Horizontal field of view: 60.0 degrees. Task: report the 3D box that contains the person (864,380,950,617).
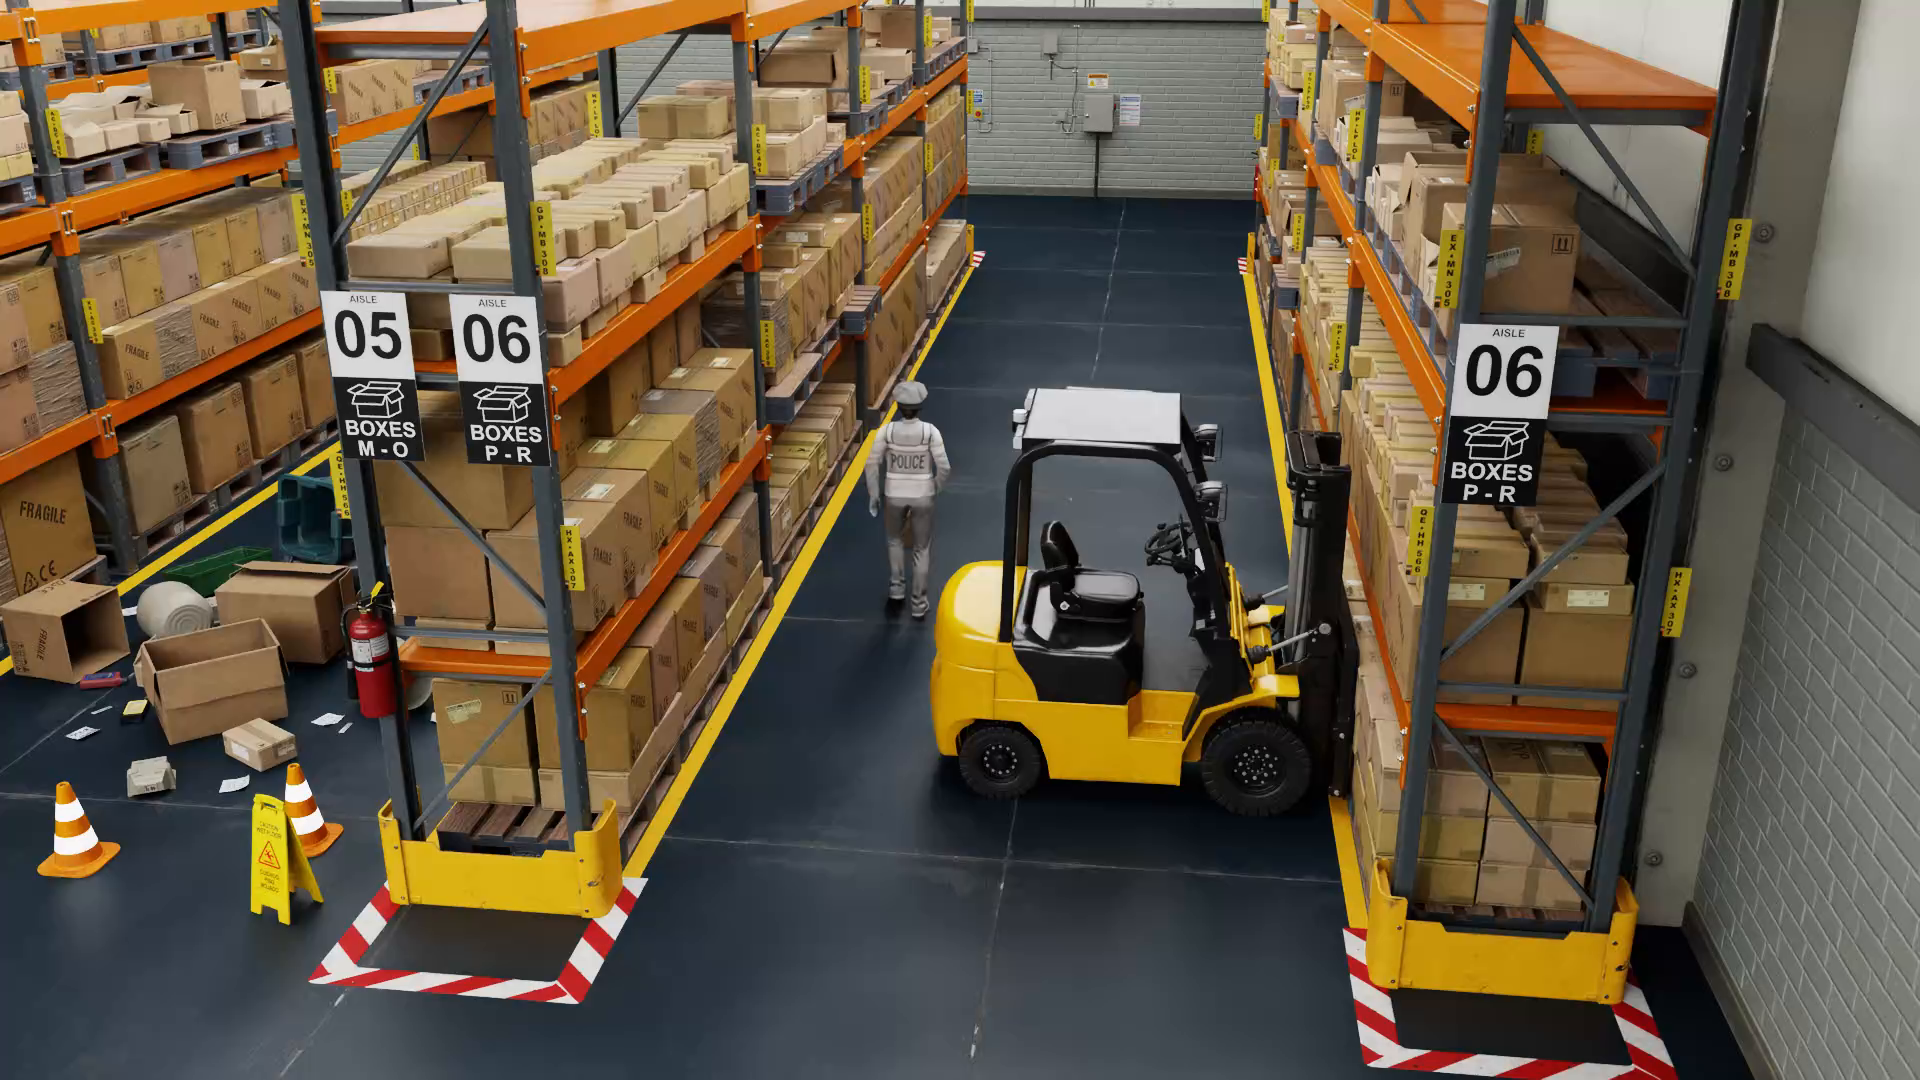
[{"bbox_3d":[-0.366,-0.308,11.860,0.606,1.670,0.523,2,21,5],"label":"person"}]
